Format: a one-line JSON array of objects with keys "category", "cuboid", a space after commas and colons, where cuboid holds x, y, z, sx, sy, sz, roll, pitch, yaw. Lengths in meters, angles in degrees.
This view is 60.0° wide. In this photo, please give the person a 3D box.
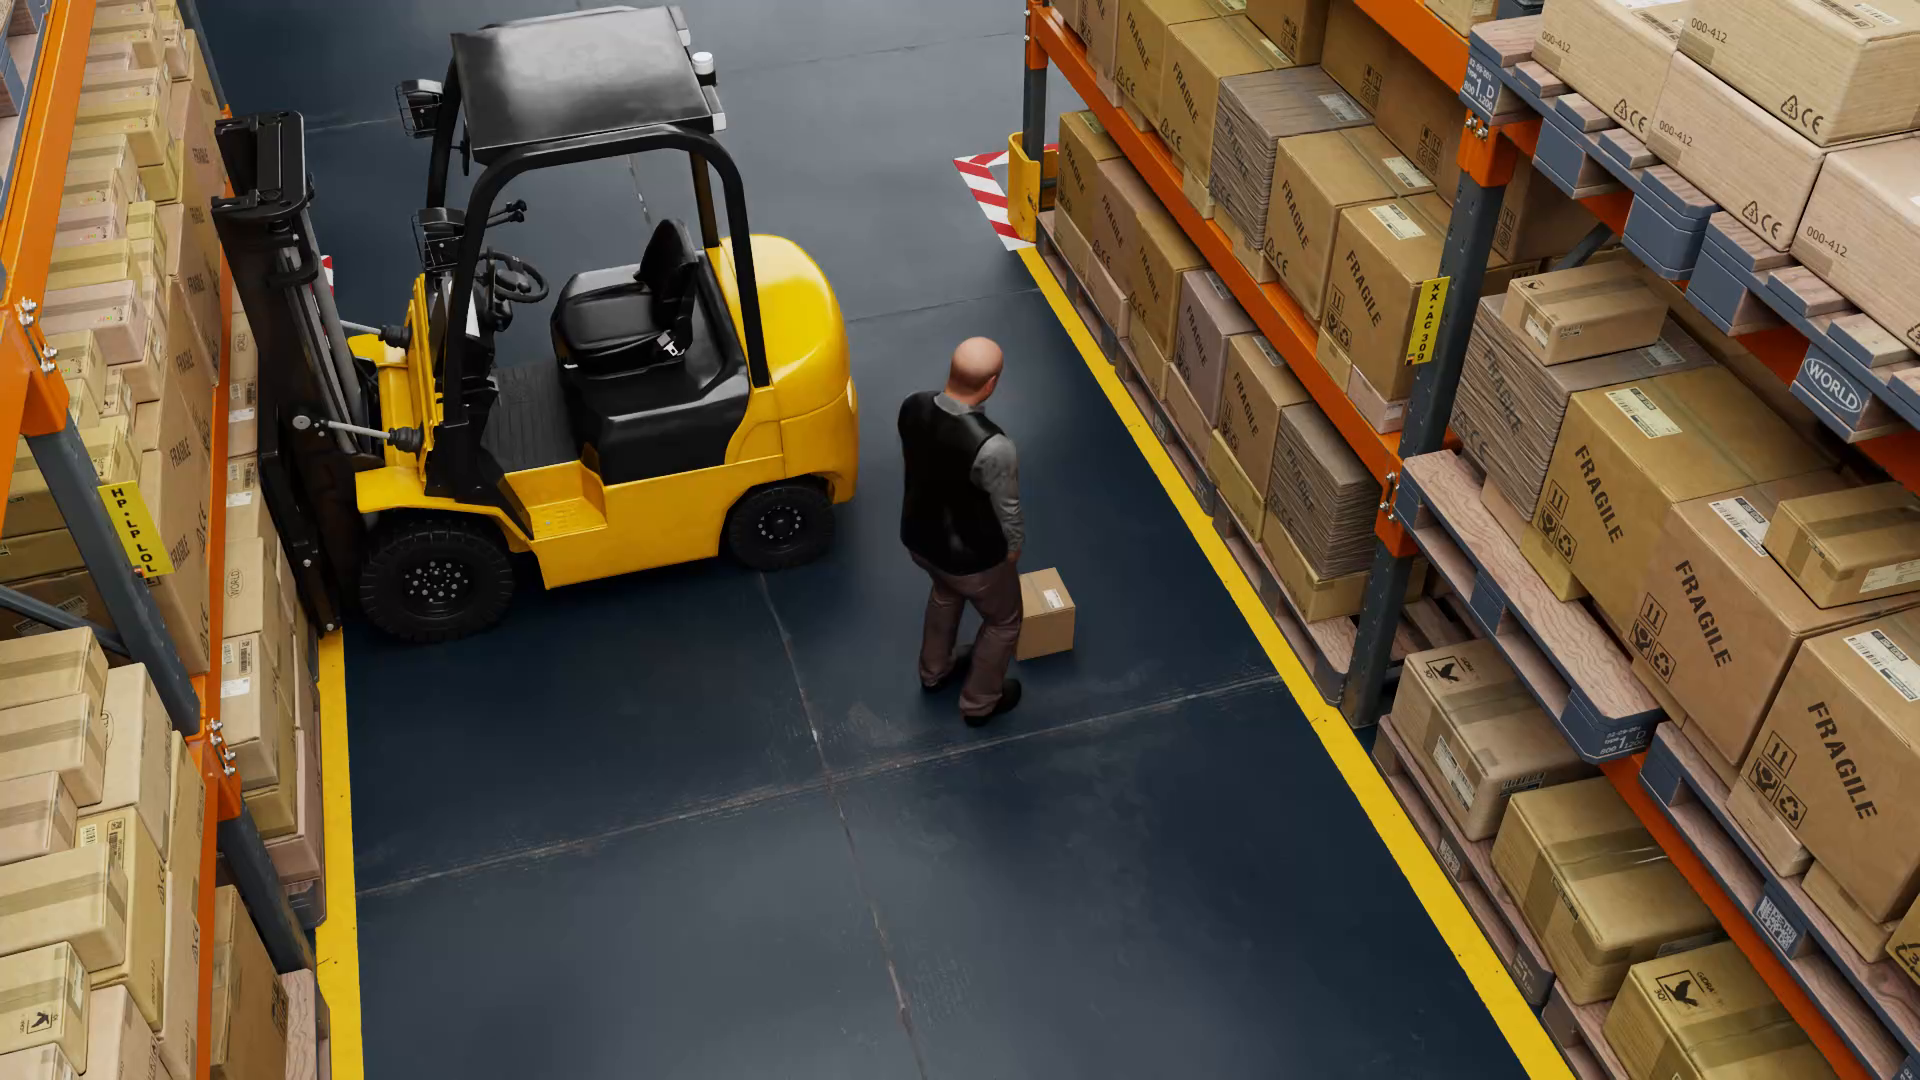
[{"category": "person", "cuboid": [0.000, -0.015, 6.235, 0.556, 1.678, 0.423, 34, 52, 32]}]
